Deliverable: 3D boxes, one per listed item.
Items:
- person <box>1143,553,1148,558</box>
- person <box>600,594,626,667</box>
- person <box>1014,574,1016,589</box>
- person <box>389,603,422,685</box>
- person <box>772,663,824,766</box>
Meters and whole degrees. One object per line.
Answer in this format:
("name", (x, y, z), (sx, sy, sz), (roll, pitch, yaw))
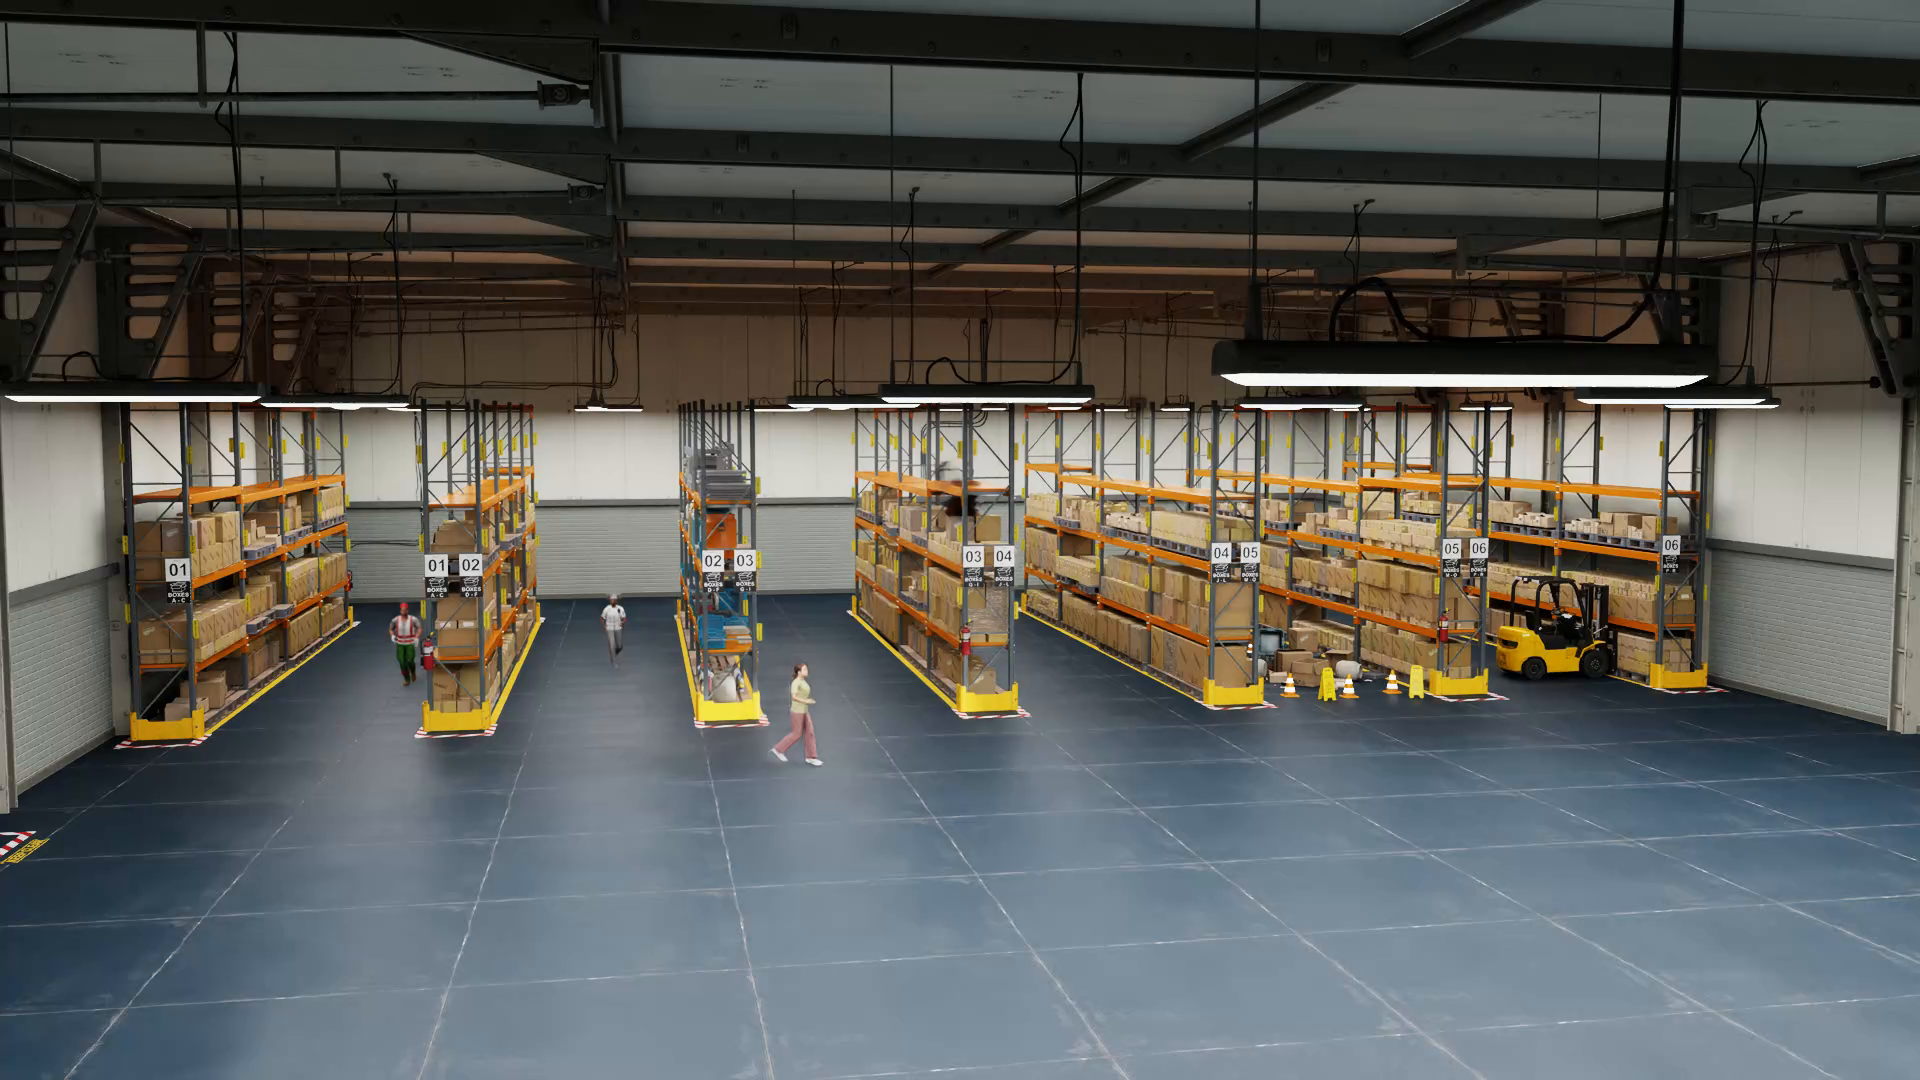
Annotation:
("person", (5.690, 1.056, 50.731), (0.570, 1.690, 0.673), (-1, 4, -8))
("person", (-7.891, 2.038, 37.854), (0.580, 1.655, 0.687), (-1, 5, -18))
("person", (1.211, 1.337, 45.730), (0.668, 1.687, 0.903), (-1, 4, -8))
("person", (-11.727, 2.198, 35.106), (0.661, 1.745, 0.586), (-1, 4, -8))
("person", (-2.643, 2.840, 27.167), (0.839, 1.684, 0.598), (1, 4, 11))
